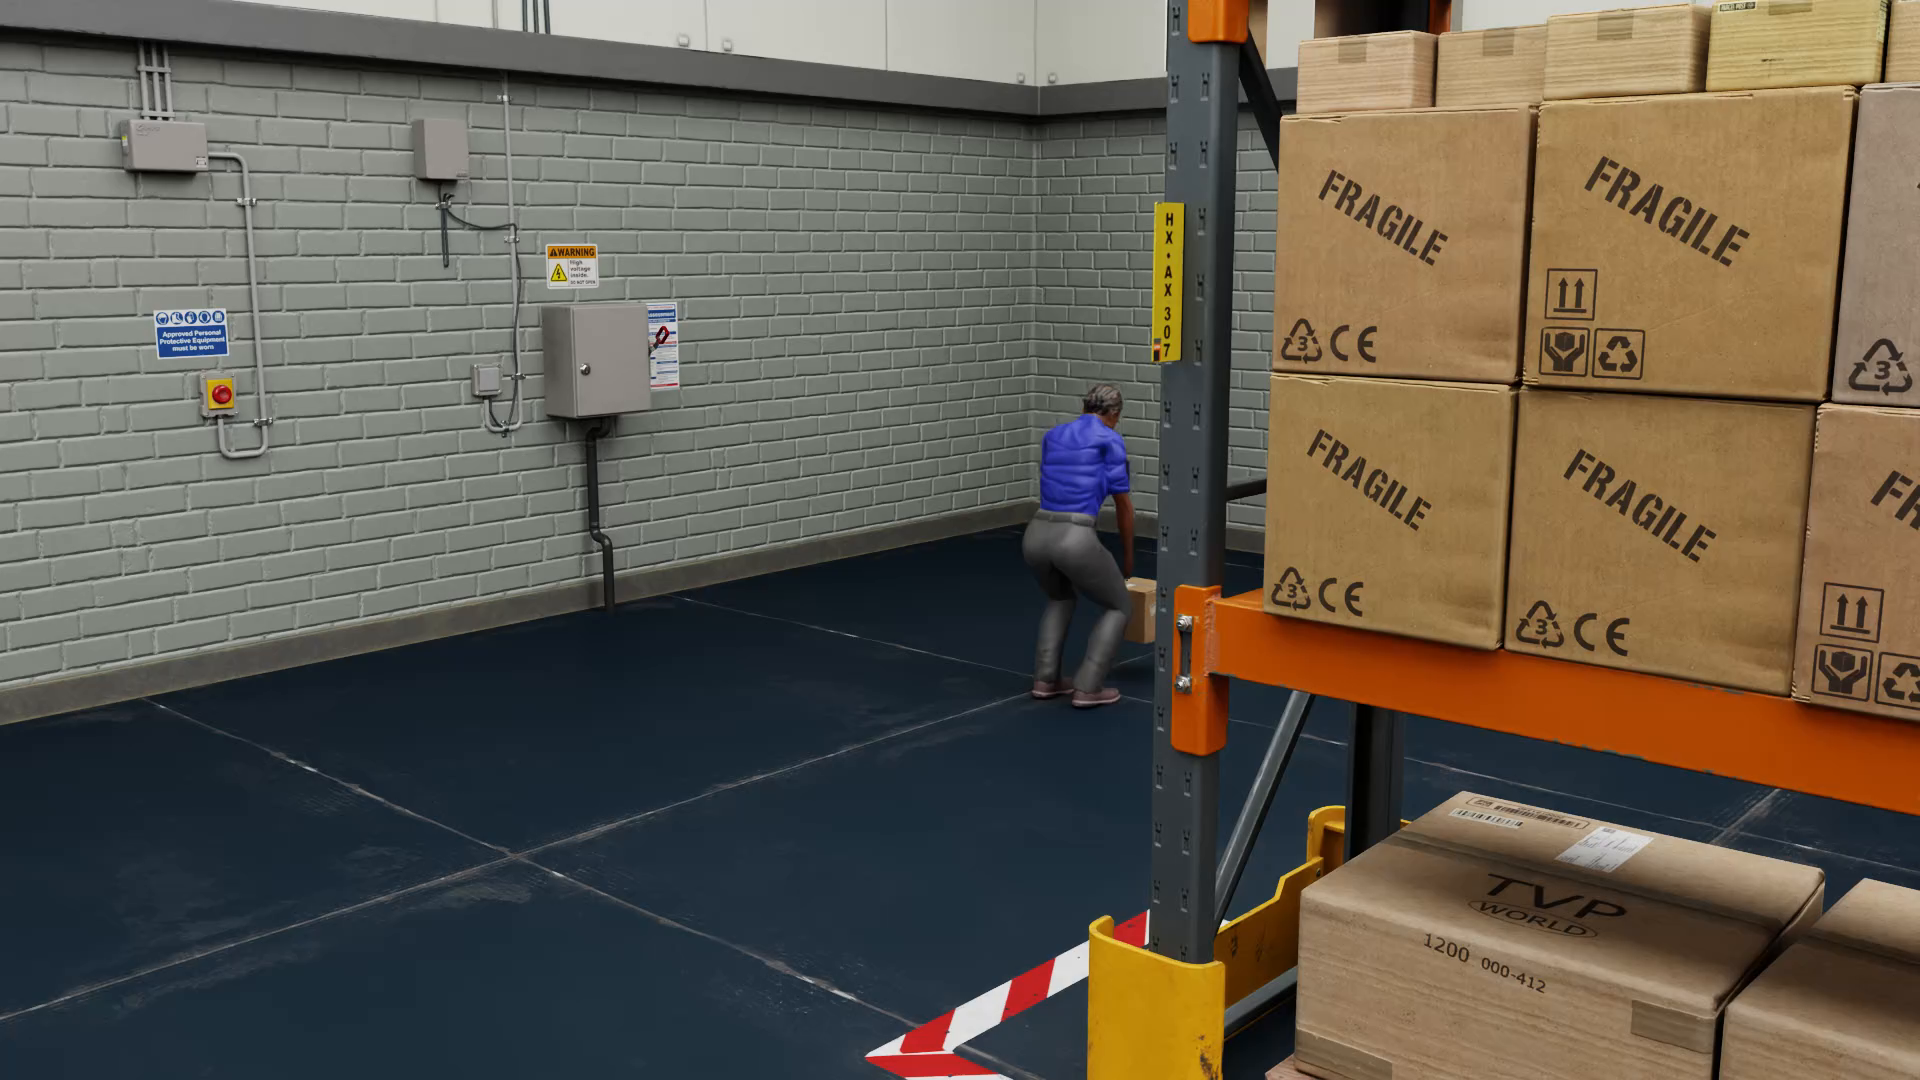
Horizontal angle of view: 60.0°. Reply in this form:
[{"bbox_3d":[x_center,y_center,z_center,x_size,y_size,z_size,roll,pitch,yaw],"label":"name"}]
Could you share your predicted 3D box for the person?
[{"bbox_3d":[0.524,0.022,7.515,0.494,1.417,0.597,9,14,41],"label":"person"}]
